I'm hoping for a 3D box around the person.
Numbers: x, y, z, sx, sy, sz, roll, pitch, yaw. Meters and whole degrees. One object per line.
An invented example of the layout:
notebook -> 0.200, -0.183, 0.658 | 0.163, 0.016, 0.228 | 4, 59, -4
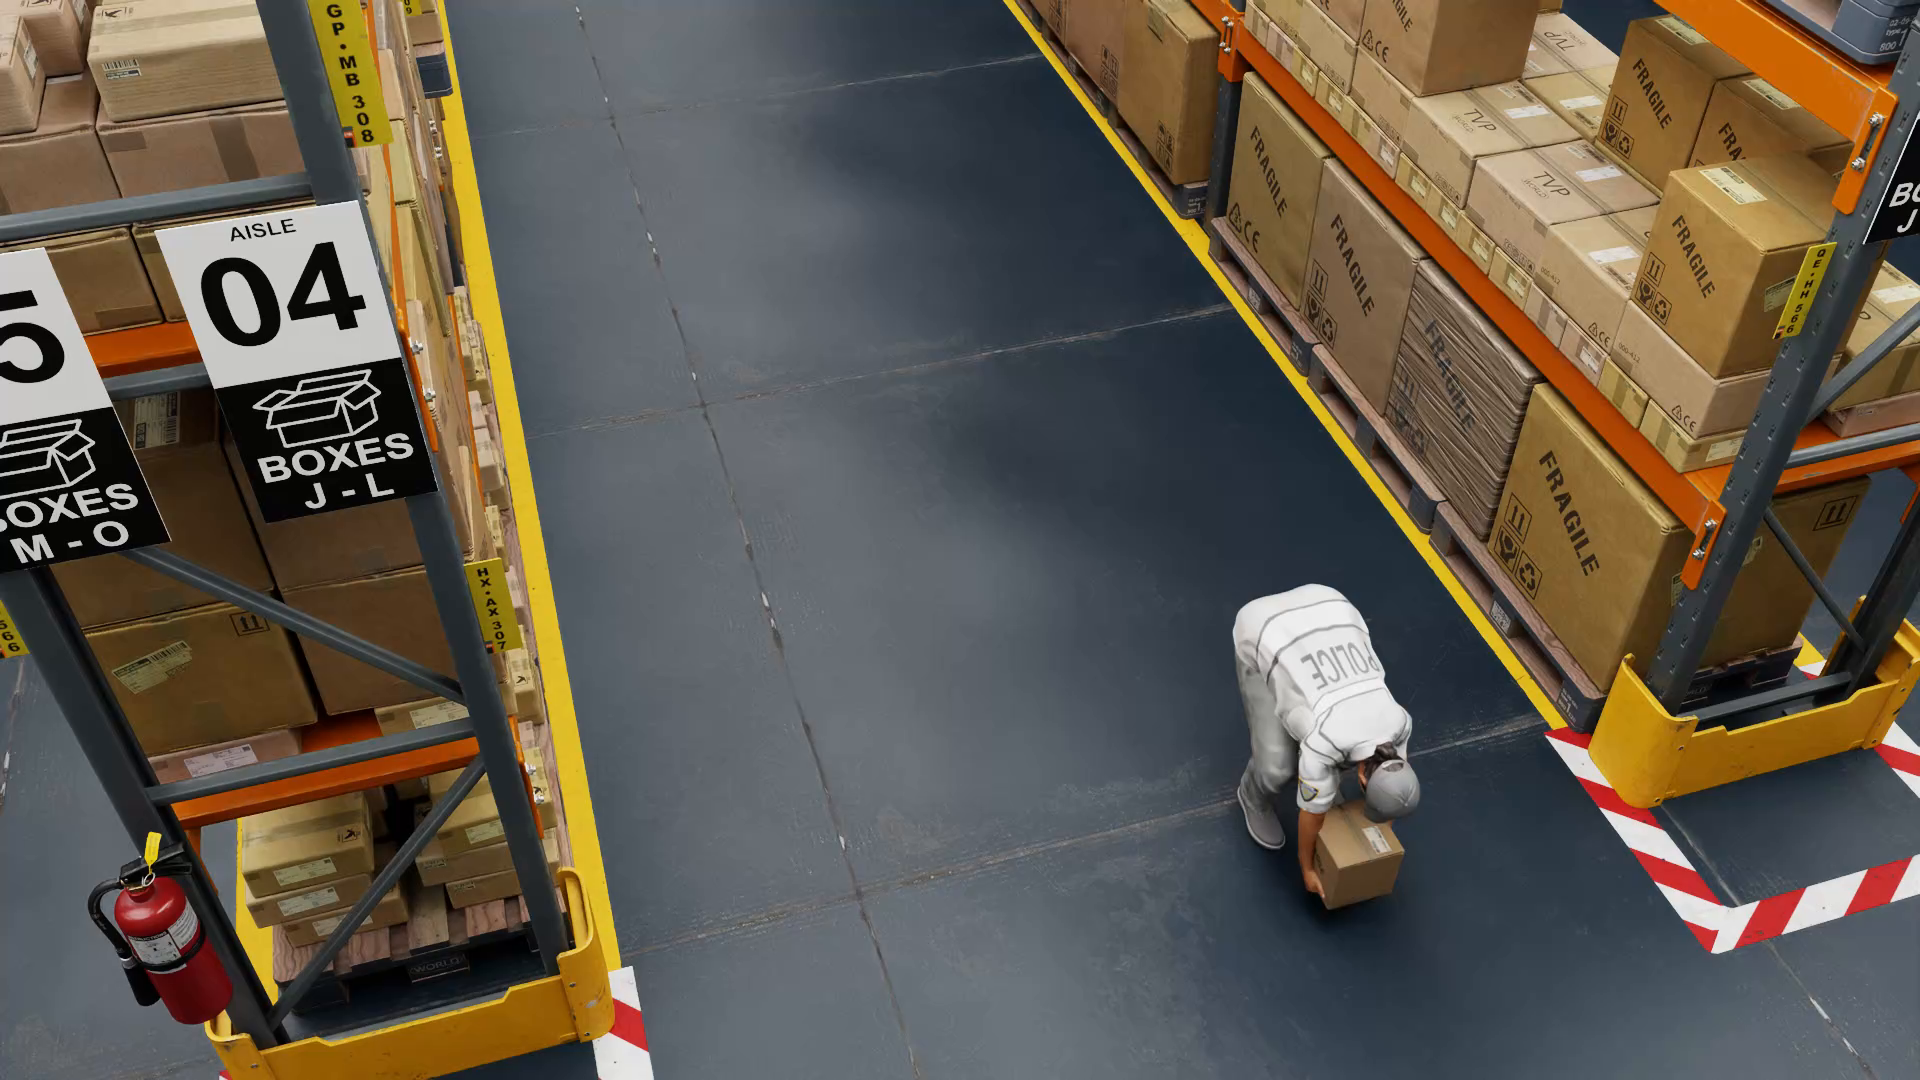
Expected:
person -> 1.289, 0.741, 5.861 | 0.498, 0.978, 0.943 | -14, 44, -15
